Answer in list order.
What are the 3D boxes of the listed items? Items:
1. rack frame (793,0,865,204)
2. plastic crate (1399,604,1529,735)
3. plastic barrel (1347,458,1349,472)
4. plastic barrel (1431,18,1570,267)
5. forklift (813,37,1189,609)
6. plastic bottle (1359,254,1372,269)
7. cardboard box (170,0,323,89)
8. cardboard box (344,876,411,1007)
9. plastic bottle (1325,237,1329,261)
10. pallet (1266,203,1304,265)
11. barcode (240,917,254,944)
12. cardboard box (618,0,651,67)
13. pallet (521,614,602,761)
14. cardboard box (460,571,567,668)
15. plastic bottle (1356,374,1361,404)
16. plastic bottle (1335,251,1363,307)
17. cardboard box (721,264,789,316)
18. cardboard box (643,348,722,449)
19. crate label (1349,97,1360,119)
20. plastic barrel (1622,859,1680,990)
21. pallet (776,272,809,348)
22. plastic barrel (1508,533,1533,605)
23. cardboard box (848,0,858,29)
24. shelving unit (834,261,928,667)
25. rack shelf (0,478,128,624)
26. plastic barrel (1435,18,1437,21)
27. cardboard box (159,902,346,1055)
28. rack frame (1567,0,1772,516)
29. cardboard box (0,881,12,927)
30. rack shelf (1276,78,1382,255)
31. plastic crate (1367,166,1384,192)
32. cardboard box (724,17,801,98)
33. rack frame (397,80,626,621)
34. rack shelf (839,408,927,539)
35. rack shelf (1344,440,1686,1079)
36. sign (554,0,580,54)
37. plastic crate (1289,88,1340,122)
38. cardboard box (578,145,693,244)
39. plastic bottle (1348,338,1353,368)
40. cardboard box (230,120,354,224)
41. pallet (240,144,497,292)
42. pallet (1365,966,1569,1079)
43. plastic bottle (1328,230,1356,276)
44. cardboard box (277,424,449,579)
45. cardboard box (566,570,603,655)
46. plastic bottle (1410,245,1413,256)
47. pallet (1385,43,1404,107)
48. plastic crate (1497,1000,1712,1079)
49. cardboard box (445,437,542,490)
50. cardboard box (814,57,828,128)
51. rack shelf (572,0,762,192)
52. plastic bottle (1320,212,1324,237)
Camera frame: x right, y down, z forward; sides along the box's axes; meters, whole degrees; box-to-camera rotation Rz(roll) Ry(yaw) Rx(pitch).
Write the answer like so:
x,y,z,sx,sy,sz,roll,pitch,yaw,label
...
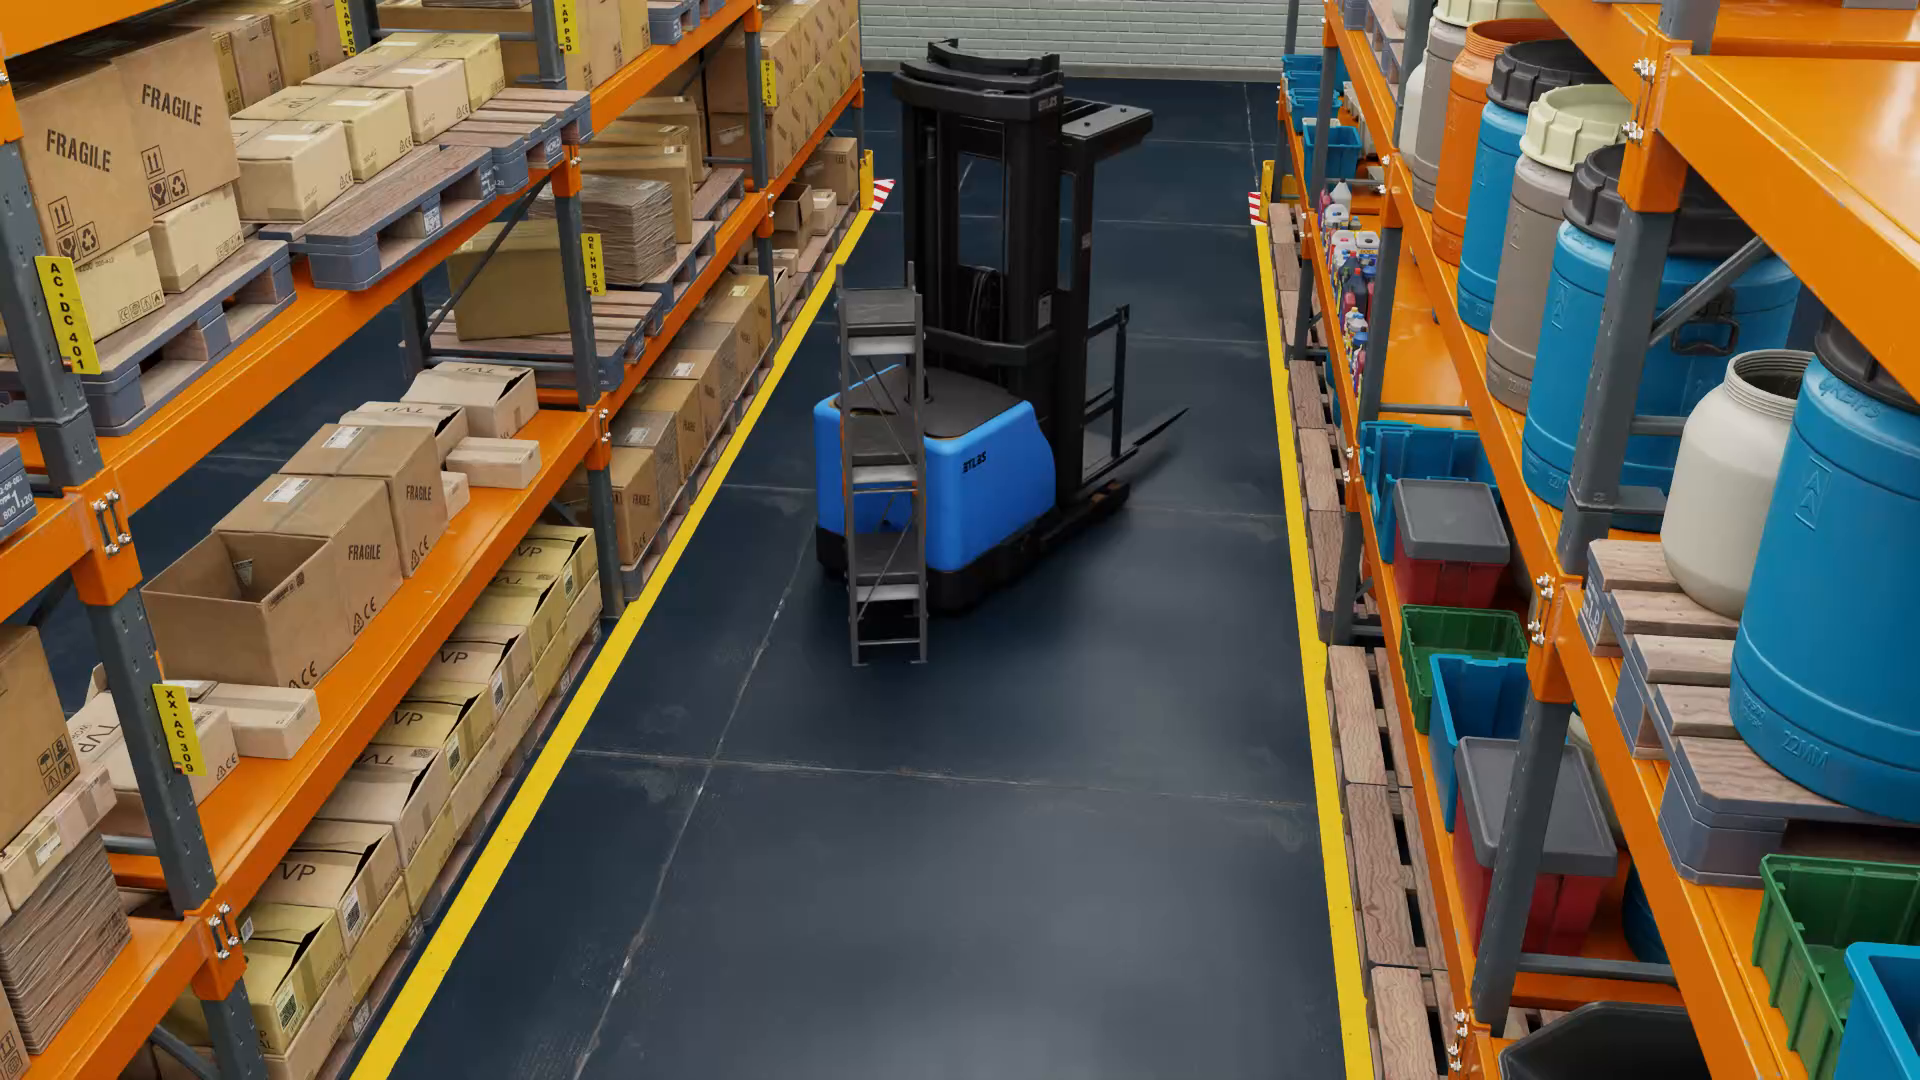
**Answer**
x,y,z,sx,sy,sz,roll,pitch,yaw,label
-1.437,-4.689,15.790,1.000,3.000,0.127,3,28,6,rack frame
1.942,0.507,6.370,0.450,0.188,0.662,3,28,6,plastic crate
2.680,-0.519,10.151,0.600,0.588,0.708,3,28,6,plastic barrel
2.103,-1.461,6.184,0.600,0.830,0.708,3,28,6,plastic barrel
0.426,-1.542,10.023,1.130,2.935,3.031,19,34,31,forklift
2.538,-1.689,10.433,0.097,0.201,0.097,0,28,0,plastic bottle
-6.484,-4.523,15.167,0.980,0.700,0.700,3,28,6,cardboard box
-2.548,1.570,6.630,0.500,0.250,0.500,4,29,7,cardboard box
2.444,-1.916,10.853,0.097,0.201,0.097,0,28,0,plastic bottle
3.339,-2.785,15.198,1.003,0.211,1.213,3,28,6,pallet
-2.462,1.348,5.744,0.001,0.075,0.075,3,28,6,barcode
-2.271,-2.980,9.350,0.910,0.500,0.500,3,28,6,cardboard box
-2.556,0.690,8.747,1.003,0.211,1.213,3,28,6,pallet
-2.294,0.362,8.281,0.500,0.311,0.500,3,28,5,cardboard box
2.157,-0.814,8.808,0.097,0.201,0.097,0,28,0,plastic bottle
2.365,-1.587,10.085,0.144,0.351,0.185,3,28,6,plastic bottle
-1.661,-2.001,13.172,0.500,0.311,0.500,3,28,6,cardboard box
-1.894,-0.942,11.008,0.500,0.500,0.500,2,28,4,cardboard box
3.499,-3.647,14.071,0.396,0.136,0.243,3,28,6,crate label
2.357,0.865,4.954,0.600,0.901,0.708,3,28,6,plastic barrel
-1.842,-1.901,13.557,1.003,0.211,1.213,3,28,6,pallet
2.533,0.012,6.946,0.421,0.512,0.421,0,28,0,plastic barrel
-1.218,-4.947,15.111,0.500,0.500,0.500,3,28,6,cardboard box
-0.407,-0.366,8.716,0.431,2.100,0.503,-3,28,-5,shelving unit
-3.152,0.898,3.017,1.077,0.370,4.000,3,28,6,rack shelf
2.571,-2.595,7.846,0.600,0.830,0.708,3,28,6,plastic barrel
-2.609,1.559,6.059,0.500,0.311,0.500,3,29,6,cardboard box
2.009,-1.392,3.345,1.000,3.000,0.127,3,28,6,rack frame
-2.790,1.011,4.422,0.380,0.149,0.250,3,28,5,cardboard box
3.234,-3.141,13.676,1.077,0.370,4.000,3,28,6,rack shelf
3.188,-2.637,12.197,0.396,0.136,0.243,3,28,6,plastic crate
-1.527,-3.738,12.867,0.500,0.500,0.500,2,28,5,cardboard box
-2.417,-0.923,8.800,1.000,3.000,0.127,3,28,6,rack frame
-0.407,-0.354,8.722,0.431,0.518,0.480,-3,28,-5,rack shelf
2.254,0.625,6.686,1.077,0.370,4.000,3,28,6,rack shelf
-1.867,-2.470,7.881,0.100,0.325,0.005,3,28,6,sign
2.961,-3.635,13.948,0.416,0.233,0.300,3,28,6,plastic crate
-2.082,-2.199,10.622,0.700,0.500,0.500,-4,29,-7,cardboard box
2.221,-1.060,9.265,0.097,0.201,0.097,0,28,0,plastic bottle
-2.612,-1.376,6.194,0.500,0.250,0.500,1,28,2,cardboard box
-2.545,-1.309,6.554,1.003,0.211,1.213,5,29,9,pallet
2.066,2.105,6.120,1.003,0.211,1.213,3,28,6,pallet
2.441,-1.830,10.615,0.152,0.276,0.135,3,28,6,plastic bottle
-2.606,-0.176,7.309,0.500,0.500,0.500,2,28,3,cardboard box
-2.239,0.365,8.867,0.500,0.250,0.500,4,29,7,cardboard box
3.058,-2.051,10.947,0.144,0.351,0.185,3,28,6,plastic bottle
2.690,-2.225,8.254,1.003,0.211,1.213,3,28,6,pallet
1.818,1.516,4.339,0.767,0.338,0.504,3,28,6,plastic crate
-2.253,-0.373,8.044,0.380,0.149,0.250,3,28,6,cardboard box
-1.410,-3.790,14.017,0.500,0.500,0.500,3,28,5,cardboard box
-2.172,-2.868,10.007,1.077,0.370,4.000,3,28,6,rack shelf
2.508,-2.163,11.311,0.097,0.201,0.097,0,28,0,plastic bottle
